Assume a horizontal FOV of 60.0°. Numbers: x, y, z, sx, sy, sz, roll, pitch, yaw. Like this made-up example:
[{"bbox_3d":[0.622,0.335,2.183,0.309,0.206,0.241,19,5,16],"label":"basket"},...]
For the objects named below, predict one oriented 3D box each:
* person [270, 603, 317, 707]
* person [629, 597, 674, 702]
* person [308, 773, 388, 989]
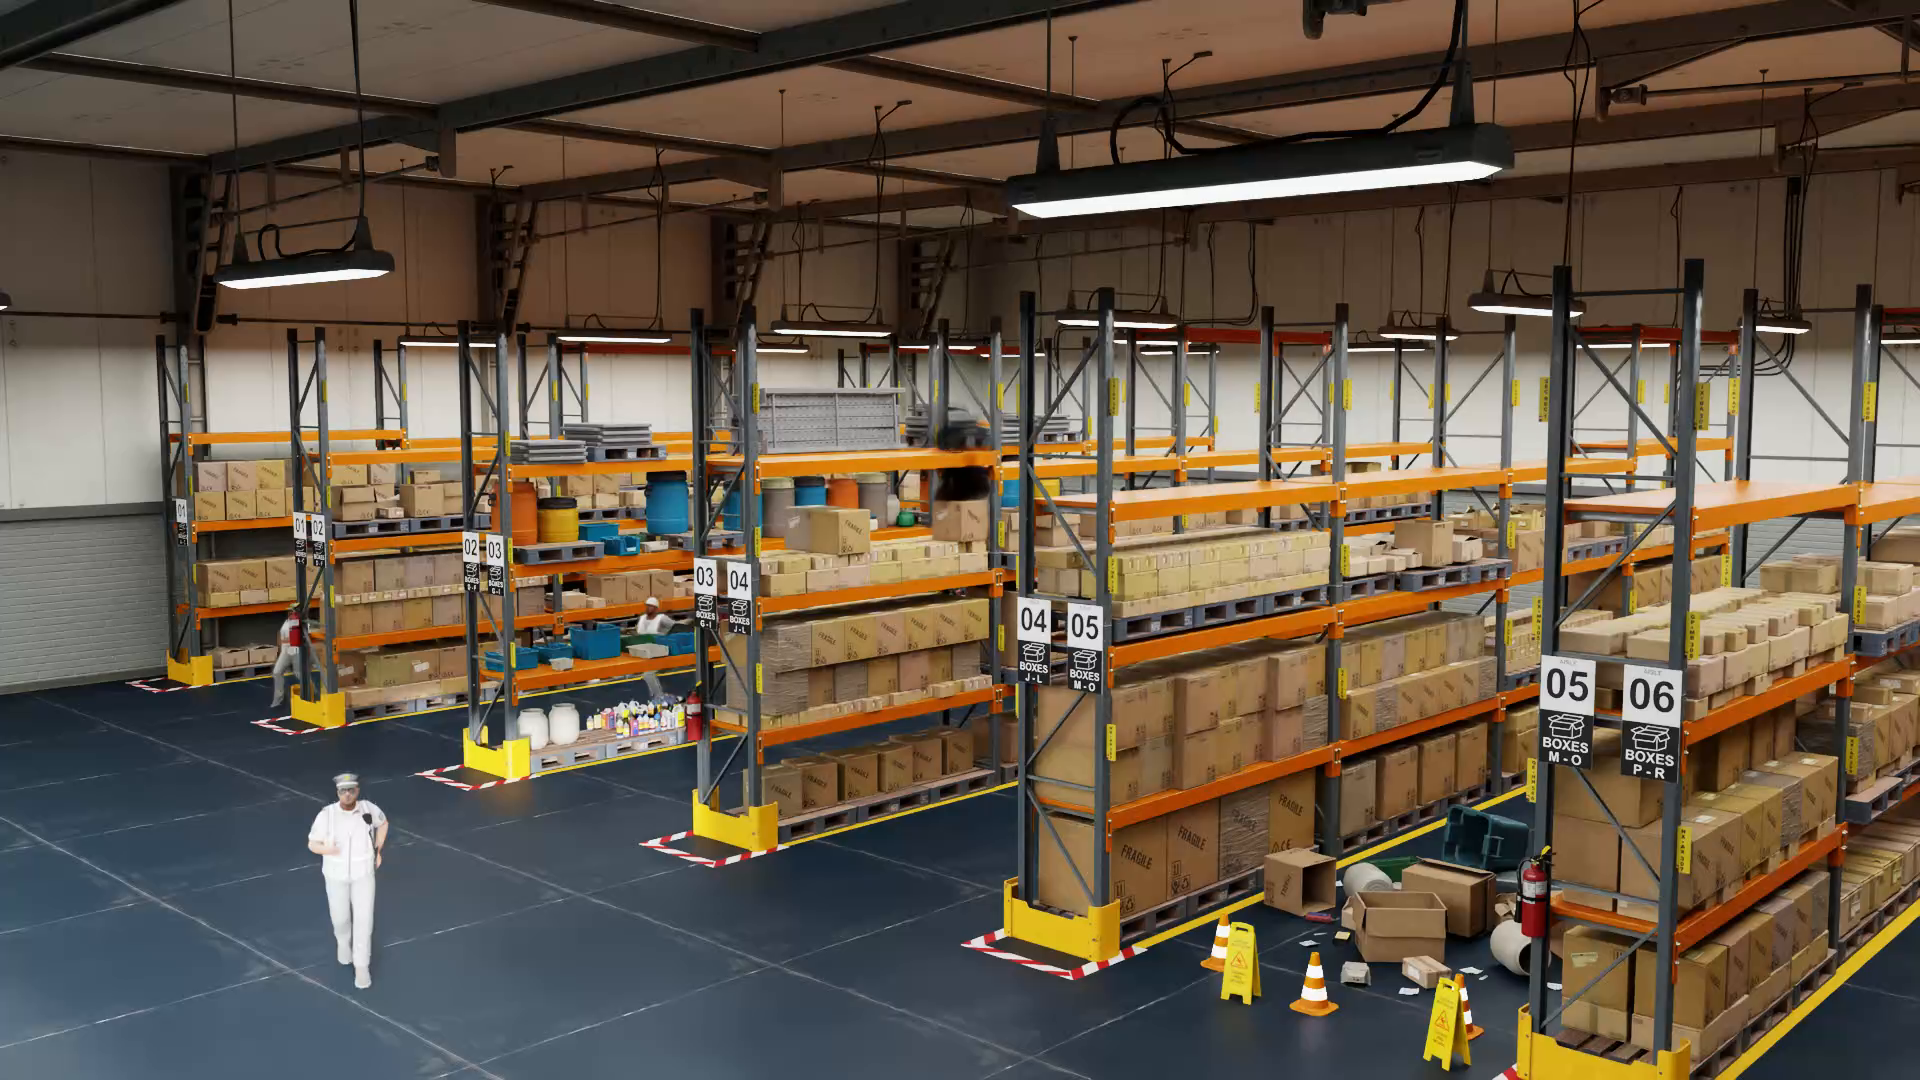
[{"bbox_3d":[-10.686,1.851,26.833,0.590,1.707,0.780,3,6,25],"label":"person"},{"bbox_3d":[-4.896,1.814,26.306,0.659,1.807,0.685,3,6,32],"label":"person"},{"bbox_3d":[-5.294,2.897,14.438,0.664,1.778,0.885,-2,6,-21],"label":"person"}]
